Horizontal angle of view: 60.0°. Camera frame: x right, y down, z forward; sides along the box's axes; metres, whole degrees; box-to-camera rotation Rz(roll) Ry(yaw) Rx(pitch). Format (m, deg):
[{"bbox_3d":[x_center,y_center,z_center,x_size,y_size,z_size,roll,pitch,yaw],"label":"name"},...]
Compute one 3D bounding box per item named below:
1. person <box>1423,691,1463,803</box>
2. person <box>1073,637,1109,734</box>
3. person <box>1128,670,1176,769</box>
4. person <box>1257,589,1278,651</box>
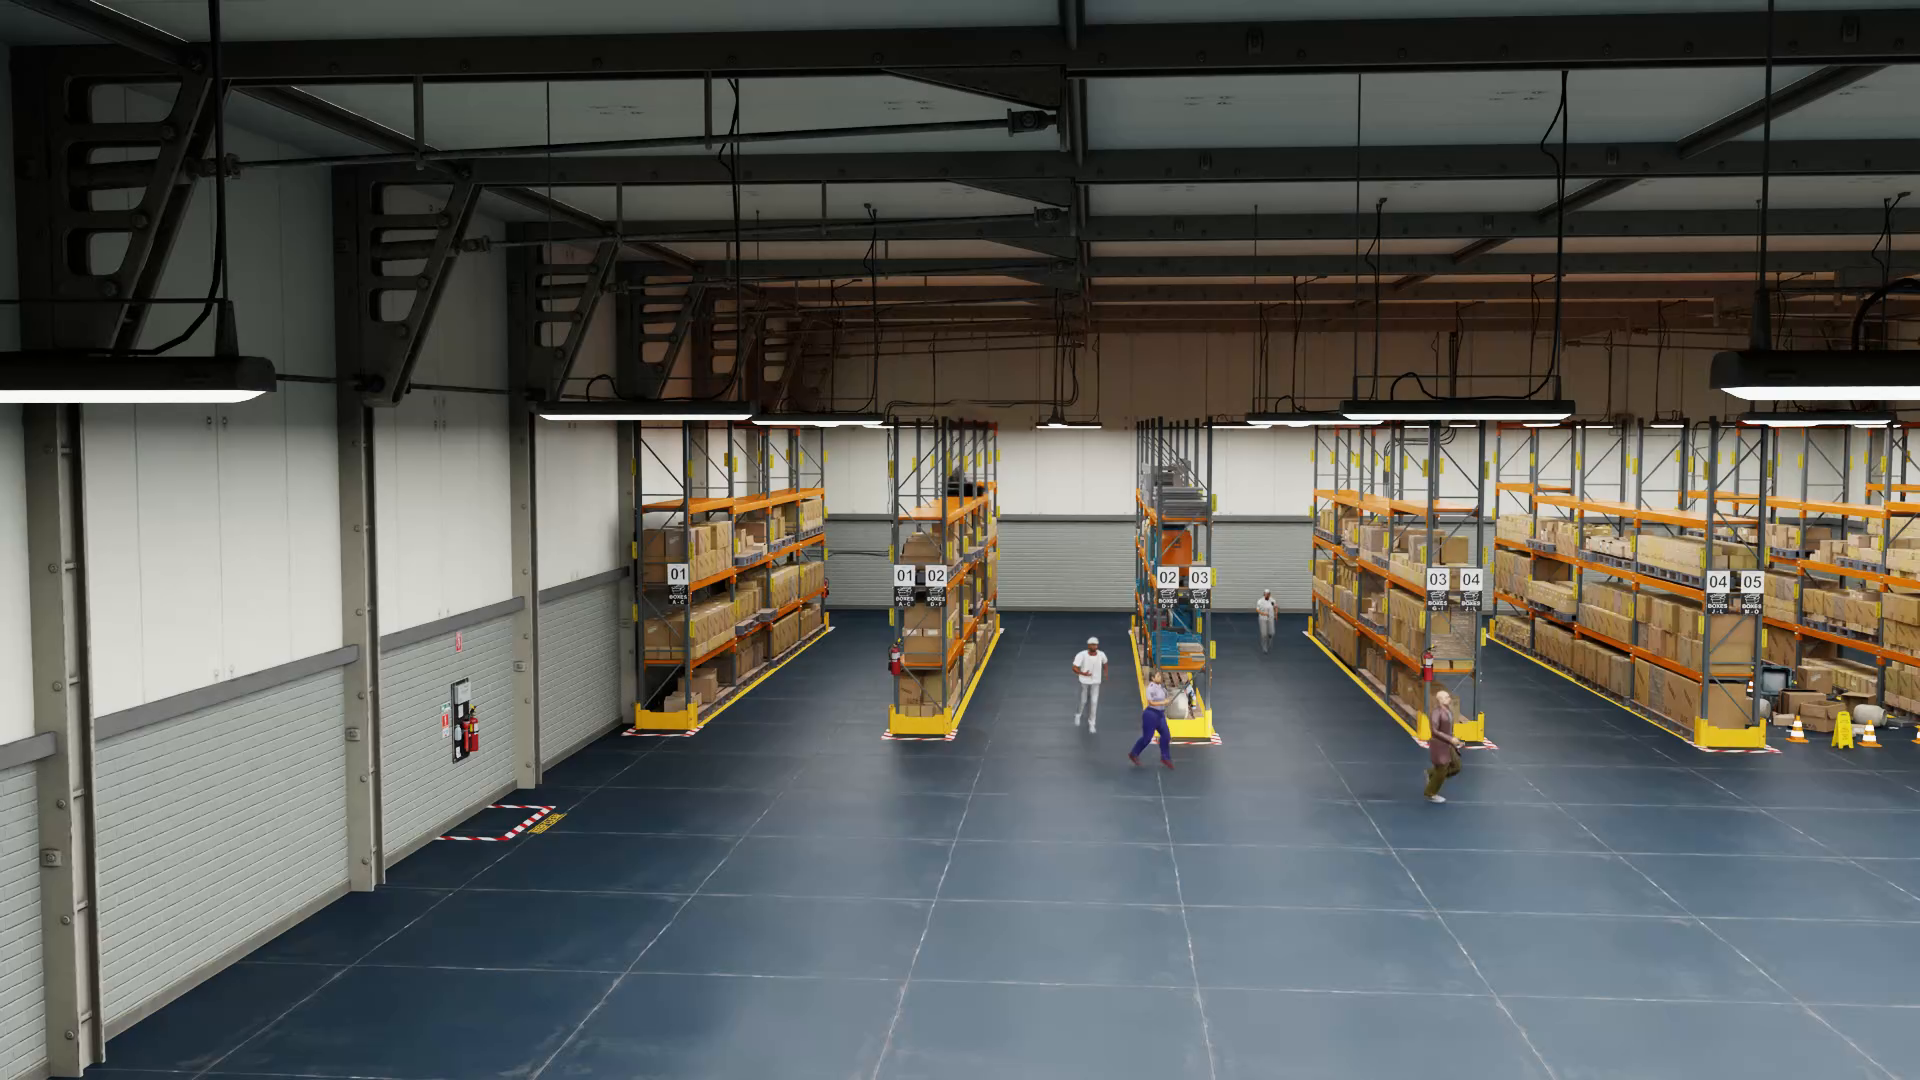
[{"bbox_3d":[7.463,3.179,25.618,0.690,1.732,0.747,3,5,40],"label":"person"},{"bbox_3d":[2.517,2.755,31.929,0.739,1.801,0.872,-1,4,-9],"label":"person"},{"bbox_3d":[3.262,3.055,28.268,0.810,1.683,0.631,2,4,27],"label":"person"},{"bbox_3d":[8.001,2.095,43.237,0.587,1.623,0.603,0,4,2],"label":"person"}]
